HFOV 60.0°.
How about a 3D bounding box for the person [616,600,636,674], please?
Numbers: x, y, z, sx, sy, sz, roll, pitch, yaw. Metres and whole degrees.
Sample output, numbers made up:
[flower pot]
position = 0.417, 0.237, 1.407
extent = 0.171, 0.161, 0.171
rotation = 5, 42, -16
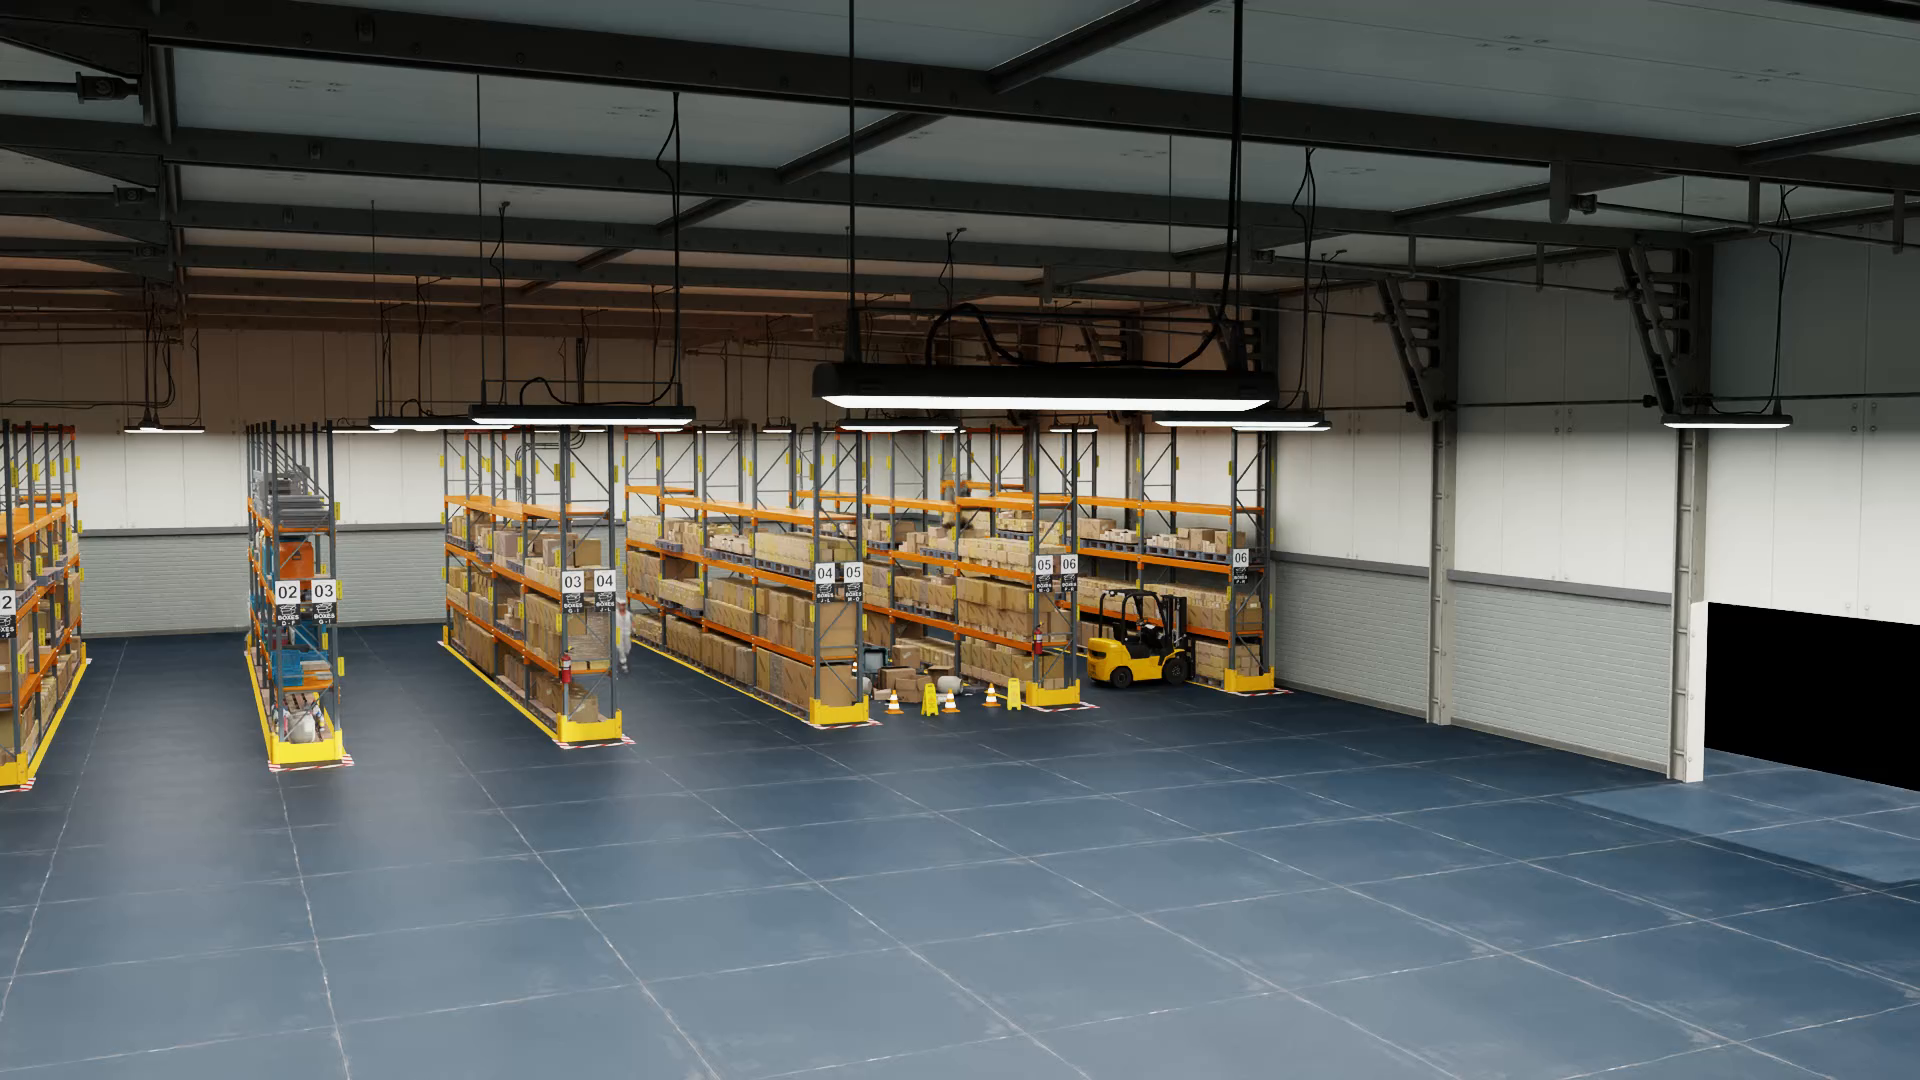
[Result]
[person]
position = -8.208, 2.328, 40.370
extent = 0.655, 1.774, 0.845
rotation = -2, 4, -26
